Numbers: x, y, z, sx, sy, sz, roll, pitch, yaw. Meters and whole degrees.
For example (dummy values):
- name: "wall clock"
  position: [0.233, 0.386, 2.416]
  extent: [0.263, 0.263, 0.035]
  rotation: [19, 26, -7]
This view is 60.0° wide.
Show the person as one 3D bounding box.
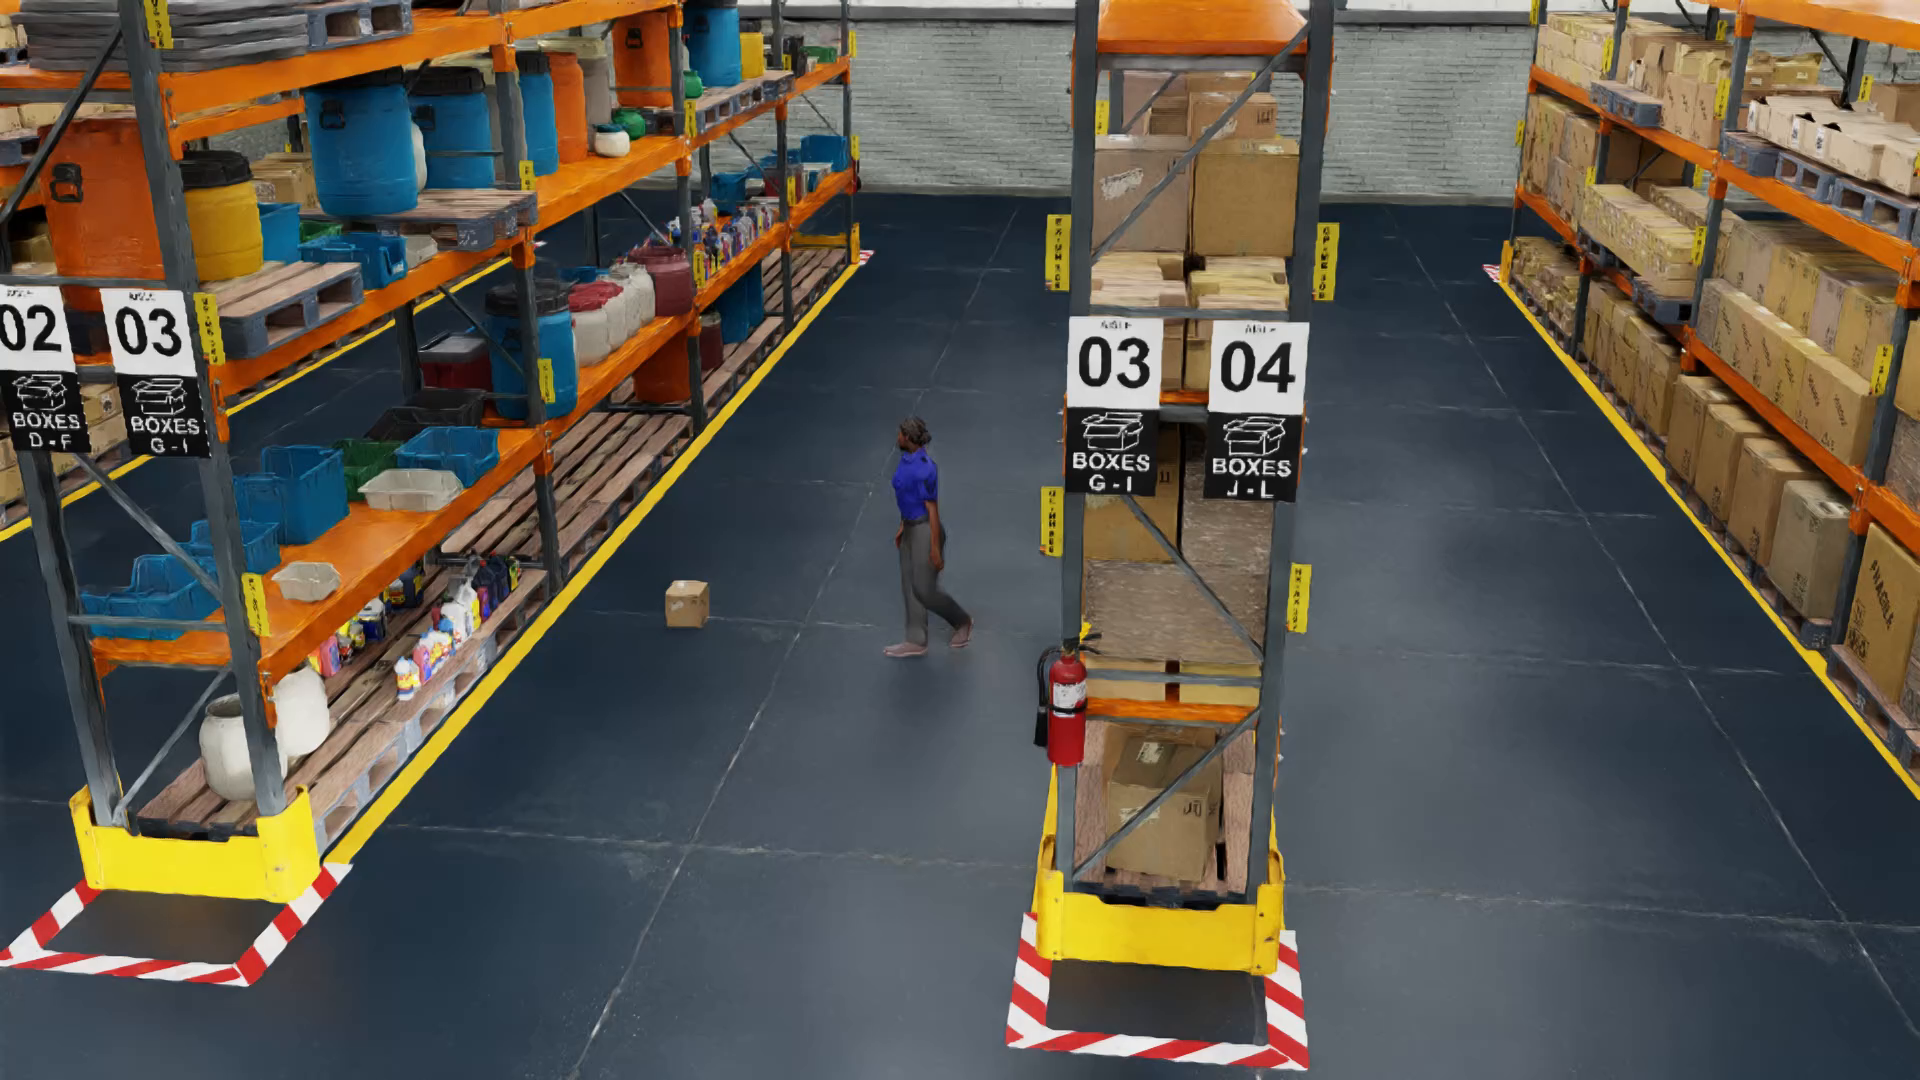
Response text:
- name: "person"
  position: [-0.237, -0.024, 11.180]
  extent: [0.627, 1.643, 0.578]
  rotation: [-7, 22, -18]
